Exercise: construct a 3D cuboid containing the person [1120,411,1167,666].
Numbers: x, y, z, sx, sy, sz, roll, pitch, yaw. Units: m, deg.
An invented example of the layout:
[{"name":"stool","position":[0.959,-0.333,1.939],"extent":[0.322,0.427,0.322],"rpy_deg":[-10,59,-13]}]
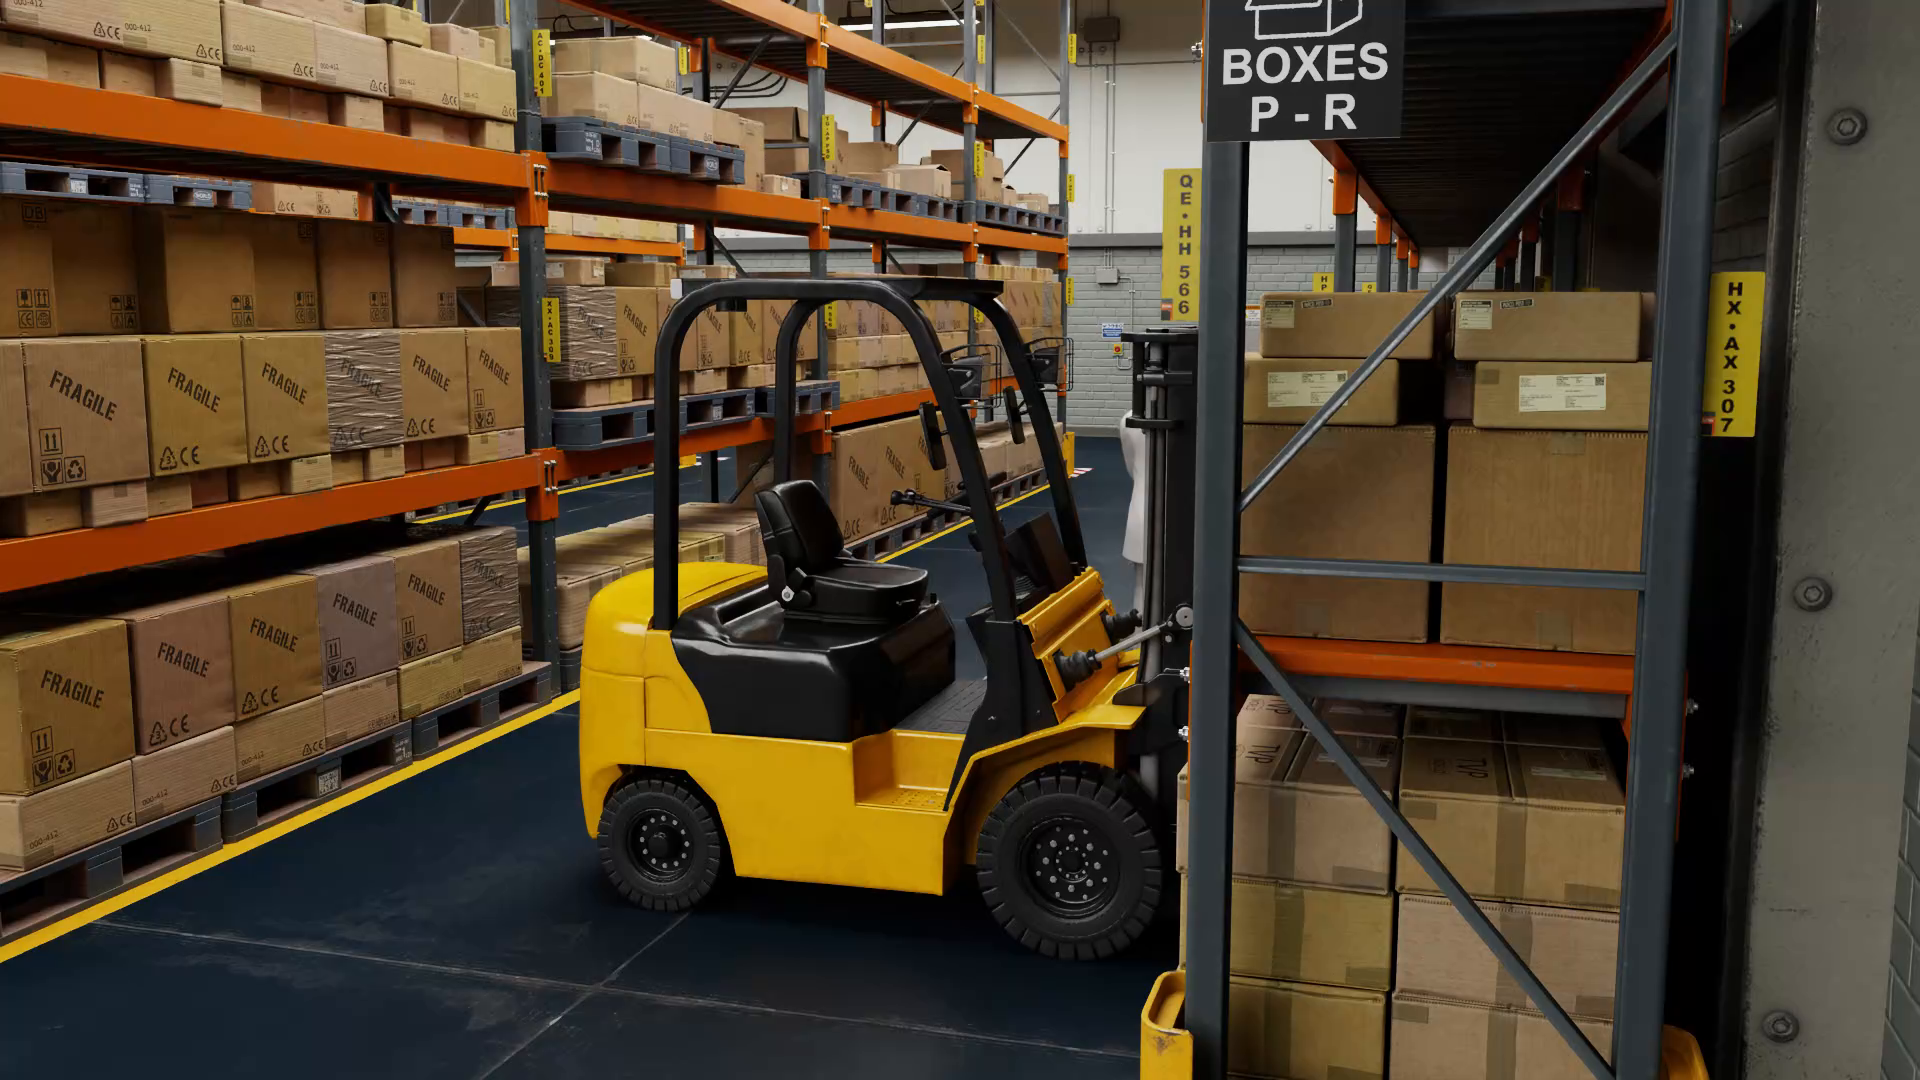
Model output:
[{"name":"person","position":[1.165,-0.113,9.188],"extent":[0.529,1.770,0.555],"rpy_deg":[3,9,18]}]
